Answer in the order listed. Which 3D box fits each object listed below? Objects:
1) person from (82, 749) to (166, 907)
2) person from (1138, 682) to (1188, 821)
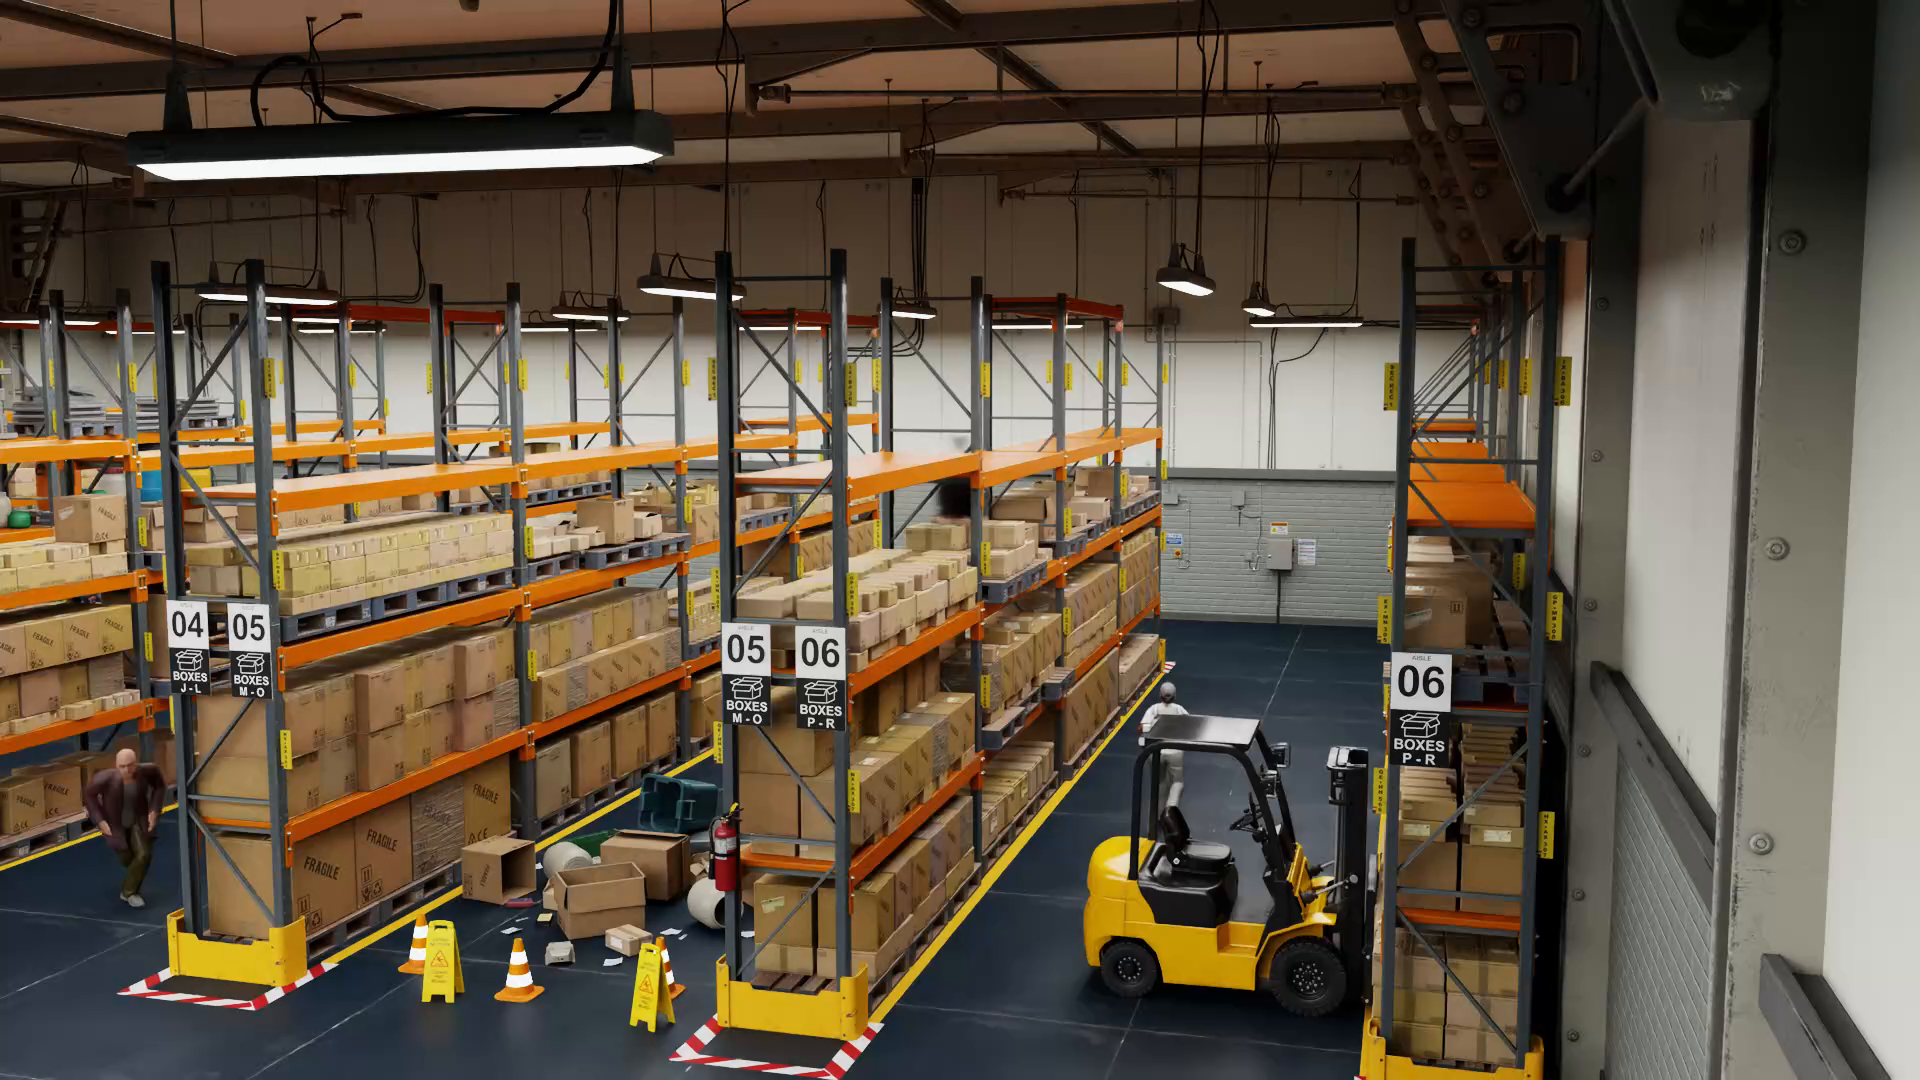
[{"bbox_3d":[-8.020,2.708,15.979,0.719,1.583,1.044,-3,7,-30],"label":"person"},{"bbox_3d":[2.302,2.388,18.544,0.608,1.631,0.861,1,6,12],"label":"person"}]
